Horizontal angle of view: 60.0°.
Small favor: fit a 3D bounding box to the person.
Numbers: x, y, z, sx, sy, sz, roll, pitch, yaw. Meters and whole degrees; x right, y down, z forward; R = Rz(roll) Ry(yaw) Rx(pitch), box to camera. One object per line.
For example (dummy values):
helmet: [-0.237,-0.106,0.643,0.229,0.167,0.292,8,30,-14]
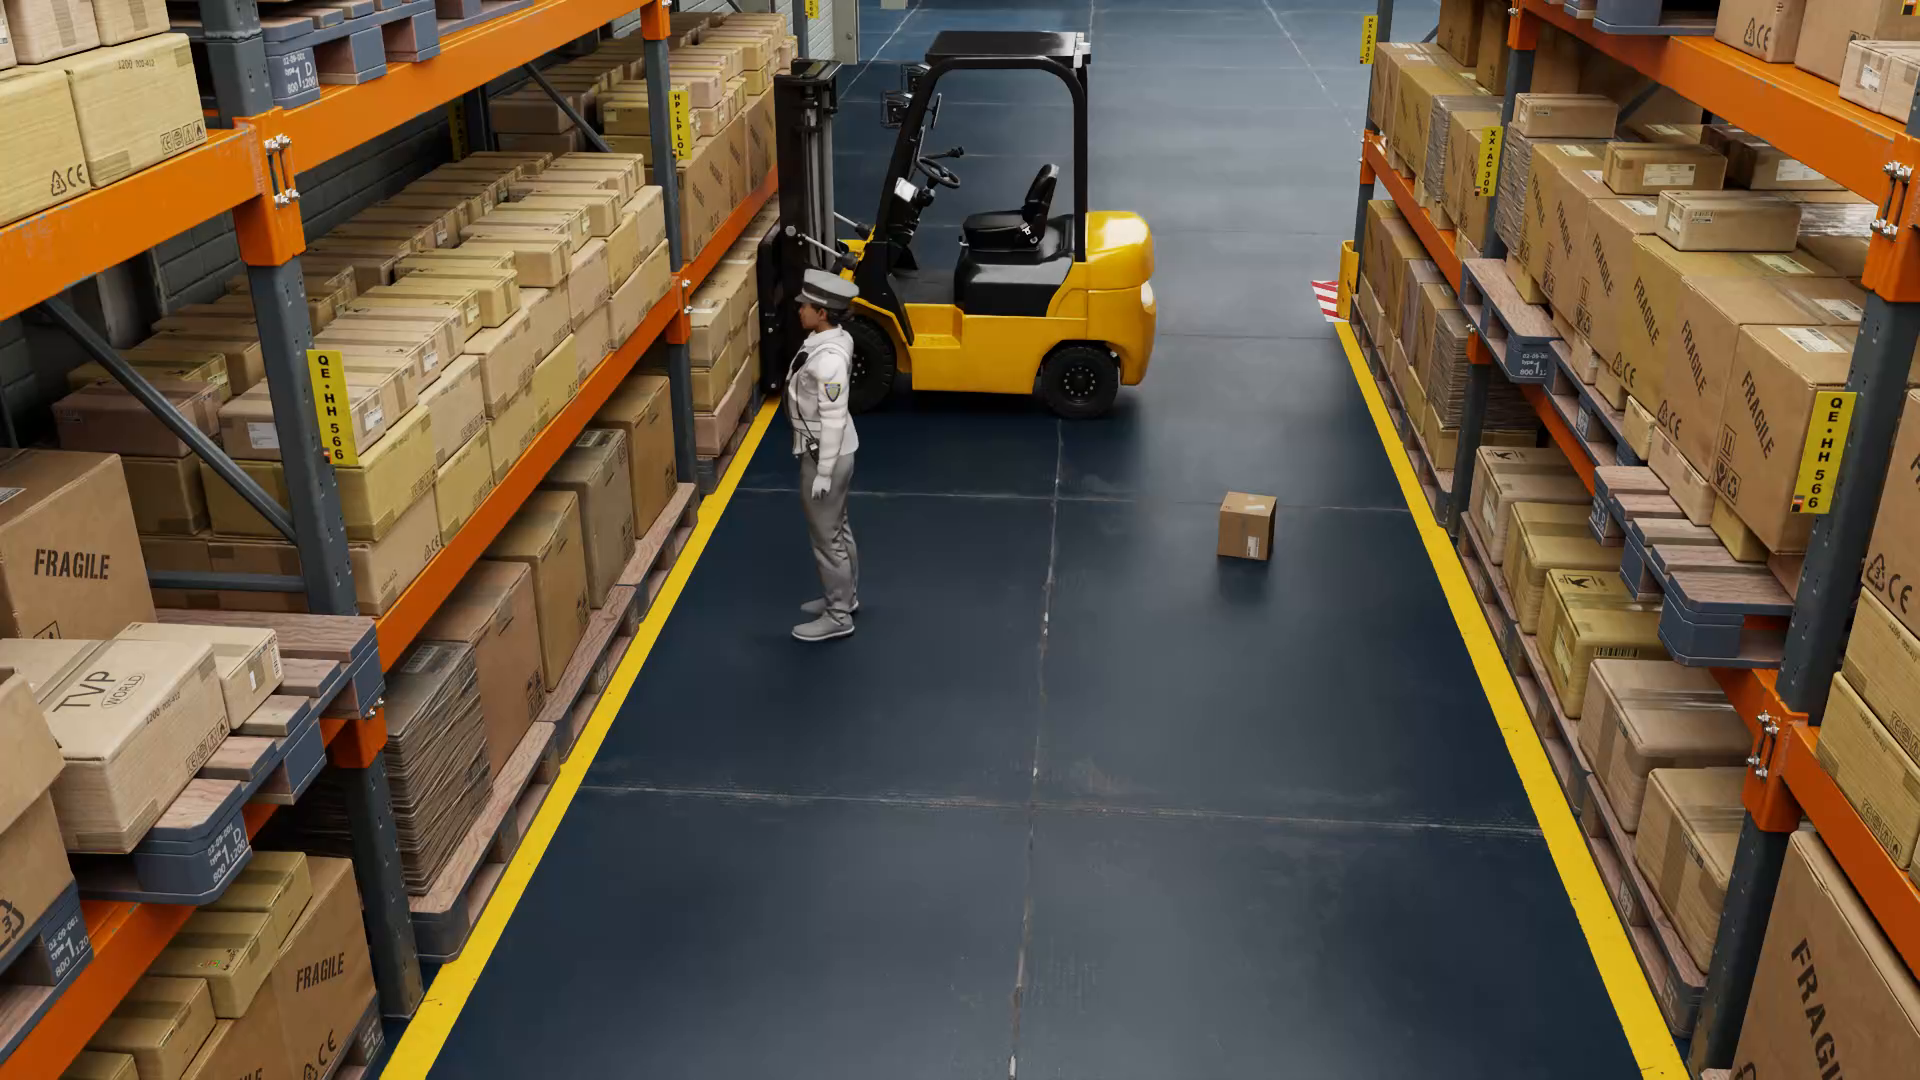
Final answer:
person: [-0.602,-0.362,7.389,0.346,1.715,0.469,-1,25,-2]
